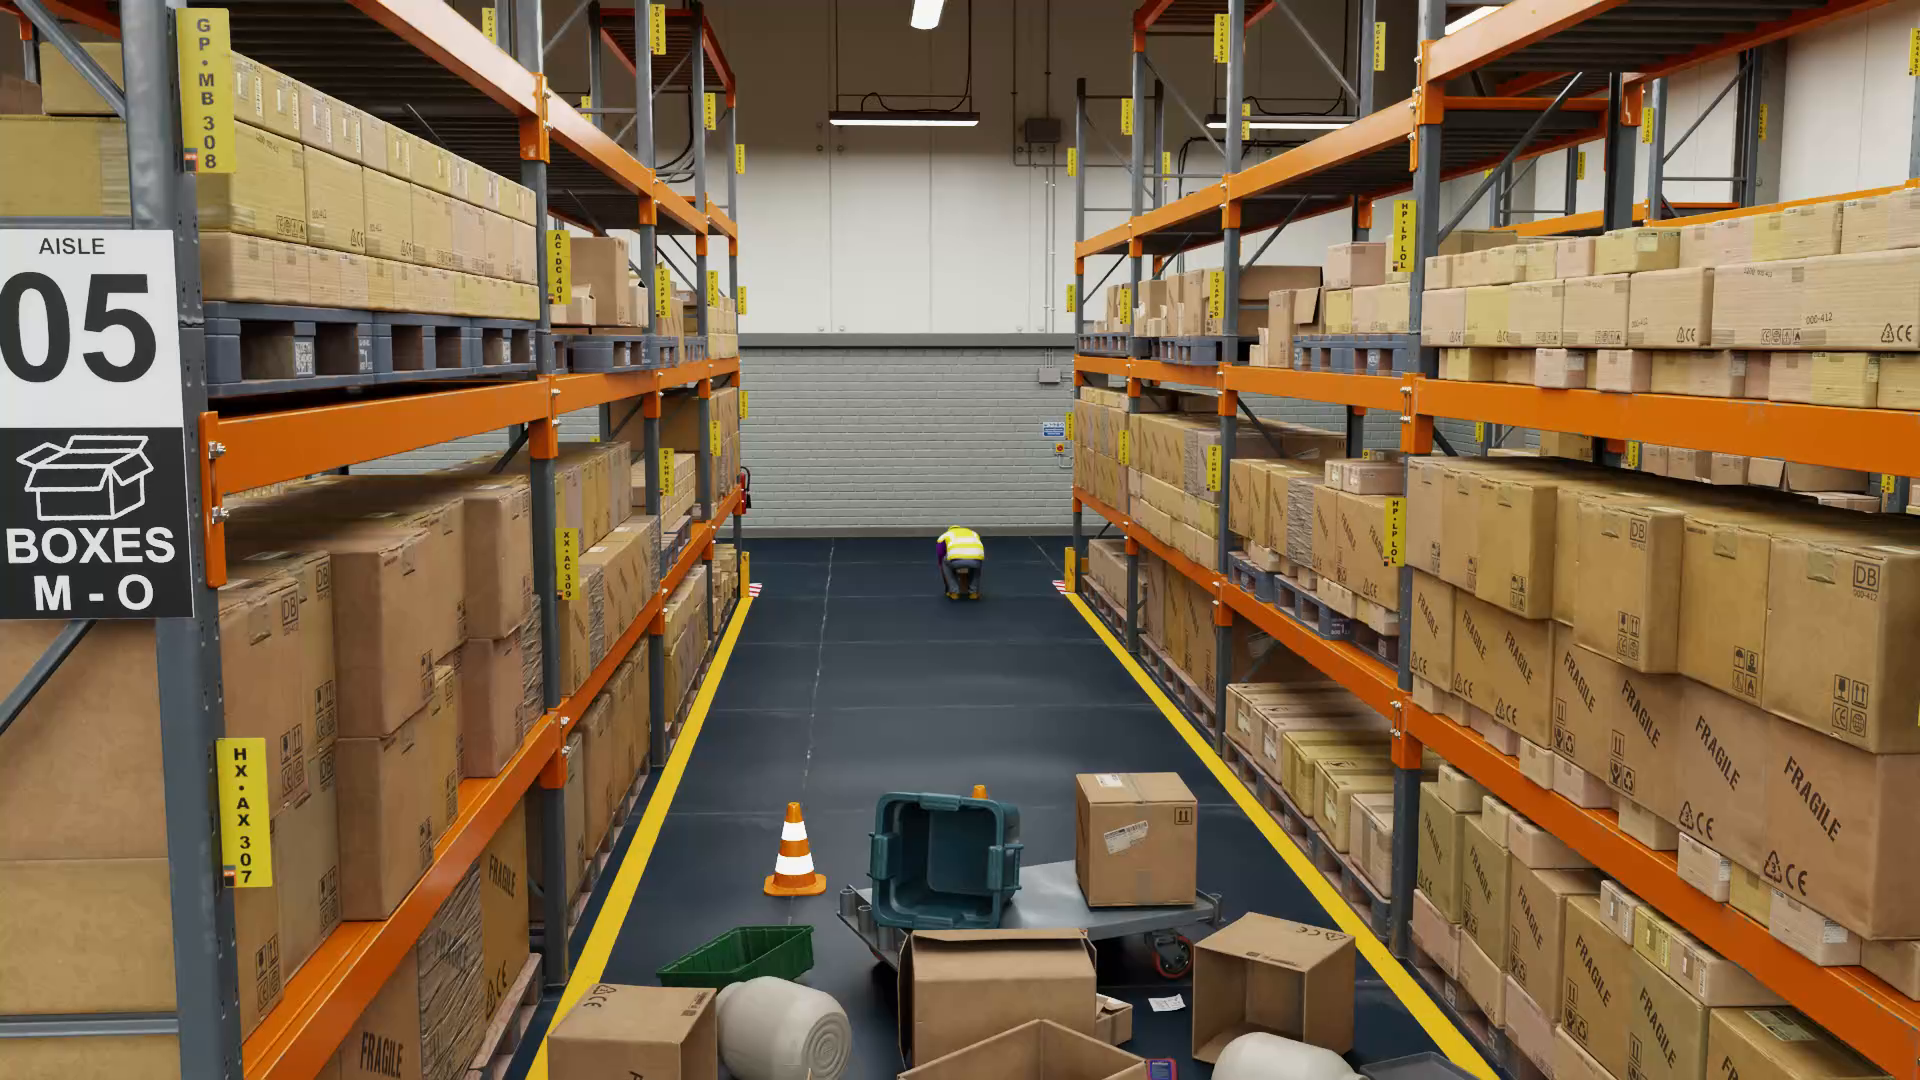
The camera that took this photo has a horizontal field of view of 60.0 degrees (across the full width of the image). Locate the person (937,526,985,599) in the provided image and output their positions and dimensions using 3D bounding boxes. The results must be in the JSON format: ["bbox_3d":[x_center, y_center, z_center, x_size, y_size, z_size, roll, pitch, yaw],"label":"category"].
[{"bbox_3d":[-0.002,0.277,19.515,0.527,0.811,0.960,-1,7,-5],"label":"person"}]
